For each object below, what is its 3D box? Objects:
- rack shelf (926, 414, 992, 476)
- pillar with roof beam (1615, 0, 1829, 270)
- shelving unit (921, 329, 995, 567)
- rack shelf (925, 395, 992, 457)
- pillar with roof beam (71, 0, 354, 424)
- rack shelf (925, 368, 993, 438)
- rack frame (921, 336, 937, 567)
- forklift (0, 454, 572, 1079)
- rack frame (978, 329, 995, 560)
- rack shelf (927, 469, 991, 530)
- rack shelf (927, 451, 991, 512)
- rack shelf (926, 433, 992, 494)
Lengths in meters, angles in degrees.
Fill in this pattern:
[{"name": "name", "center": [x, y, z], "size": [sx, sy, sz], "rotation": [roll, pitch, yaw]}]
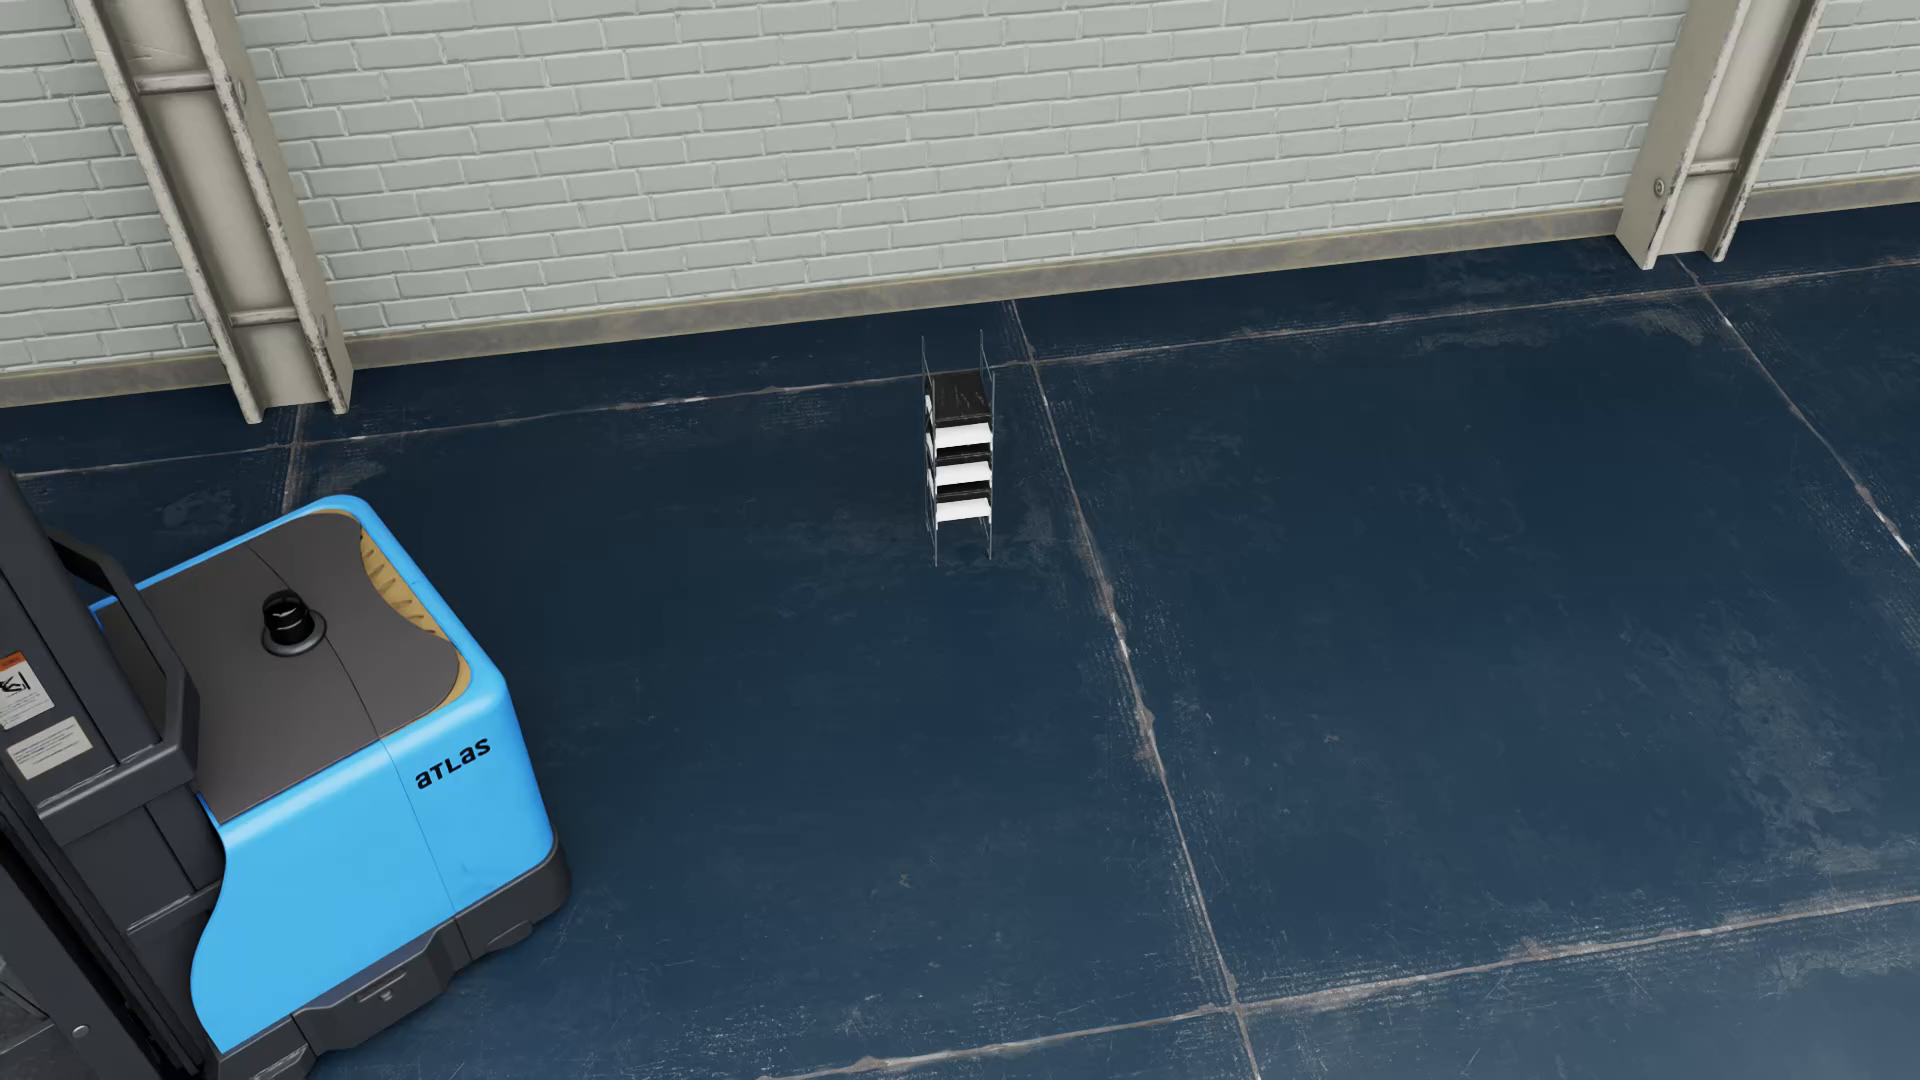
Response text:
[{"name": "rack shelf", "center": [-0.008, -0.351, 5.884], "size": [0.200, 0.077, 0.258], "rotation": [-7, 46, -7]}, {"name": "pillar with roof beam", "center": [3.941, -1.405, 1.355], "size": [0.400, 9.000, 9.100], "rotation": [-7, 46, -7]}, {"name": "shelving unit", "center": [-0.008, -0.311, 5.925], "size": [0.210, 0.900, 0.258], "rotation": [-7, 46, -7]}, {"name": "rack shelf", "center": [-0.008, -0.413, 5.819], "size": [0.200, 0.077, 0.258], "rotation": [-7, 46, -7]}, {"name": "pillar with roof beam", "center": [-1.971, -0.668, 0.645], "size": [0.400, 9.000, 9.100], "rotation": [-7, 46, -7]}, {"name": "rack shelf", "center": [-0.008, -0.475, 5.755], "size": [0.200, 0.077, 0.258], "rotation": [-7, 46, -7]}, {"name": "rack frame", "center": [-0.108, -0.299, 5.913], "size": [0.006, 0.900, 0.240], "rotation": [-7, 46, -7]}, {"name": "forklift", "center": [-2.663, 0.502, 3.731], "size": [3.031, 2.935, 1.130], "rotation": [-30, 53, -26]}, {"name": "rack frame", "center": [0.092, -0.324, 5.937], "size": [0.006, 0.900, 0.240], "rotation": [-7, 46, -7]}, {"name": "rack shelf", "center": [-0.008, -0.163, 6.079], "size": [0.200, 0.077, 0.258], "rotation": [-7, 46, -7]}, {"name": "rack shelf", "center": [-0.008, -0.226, 6.014], "size": [0.200, 0.077, 0.258], "rotation": [-7, 46, -7]}, {"name": "rack shelf", "center": [-0.008, -0.288, 5.949], "size": [0.200, 0.077, 0.258], "rotation": [-7, 46, -7]}]
